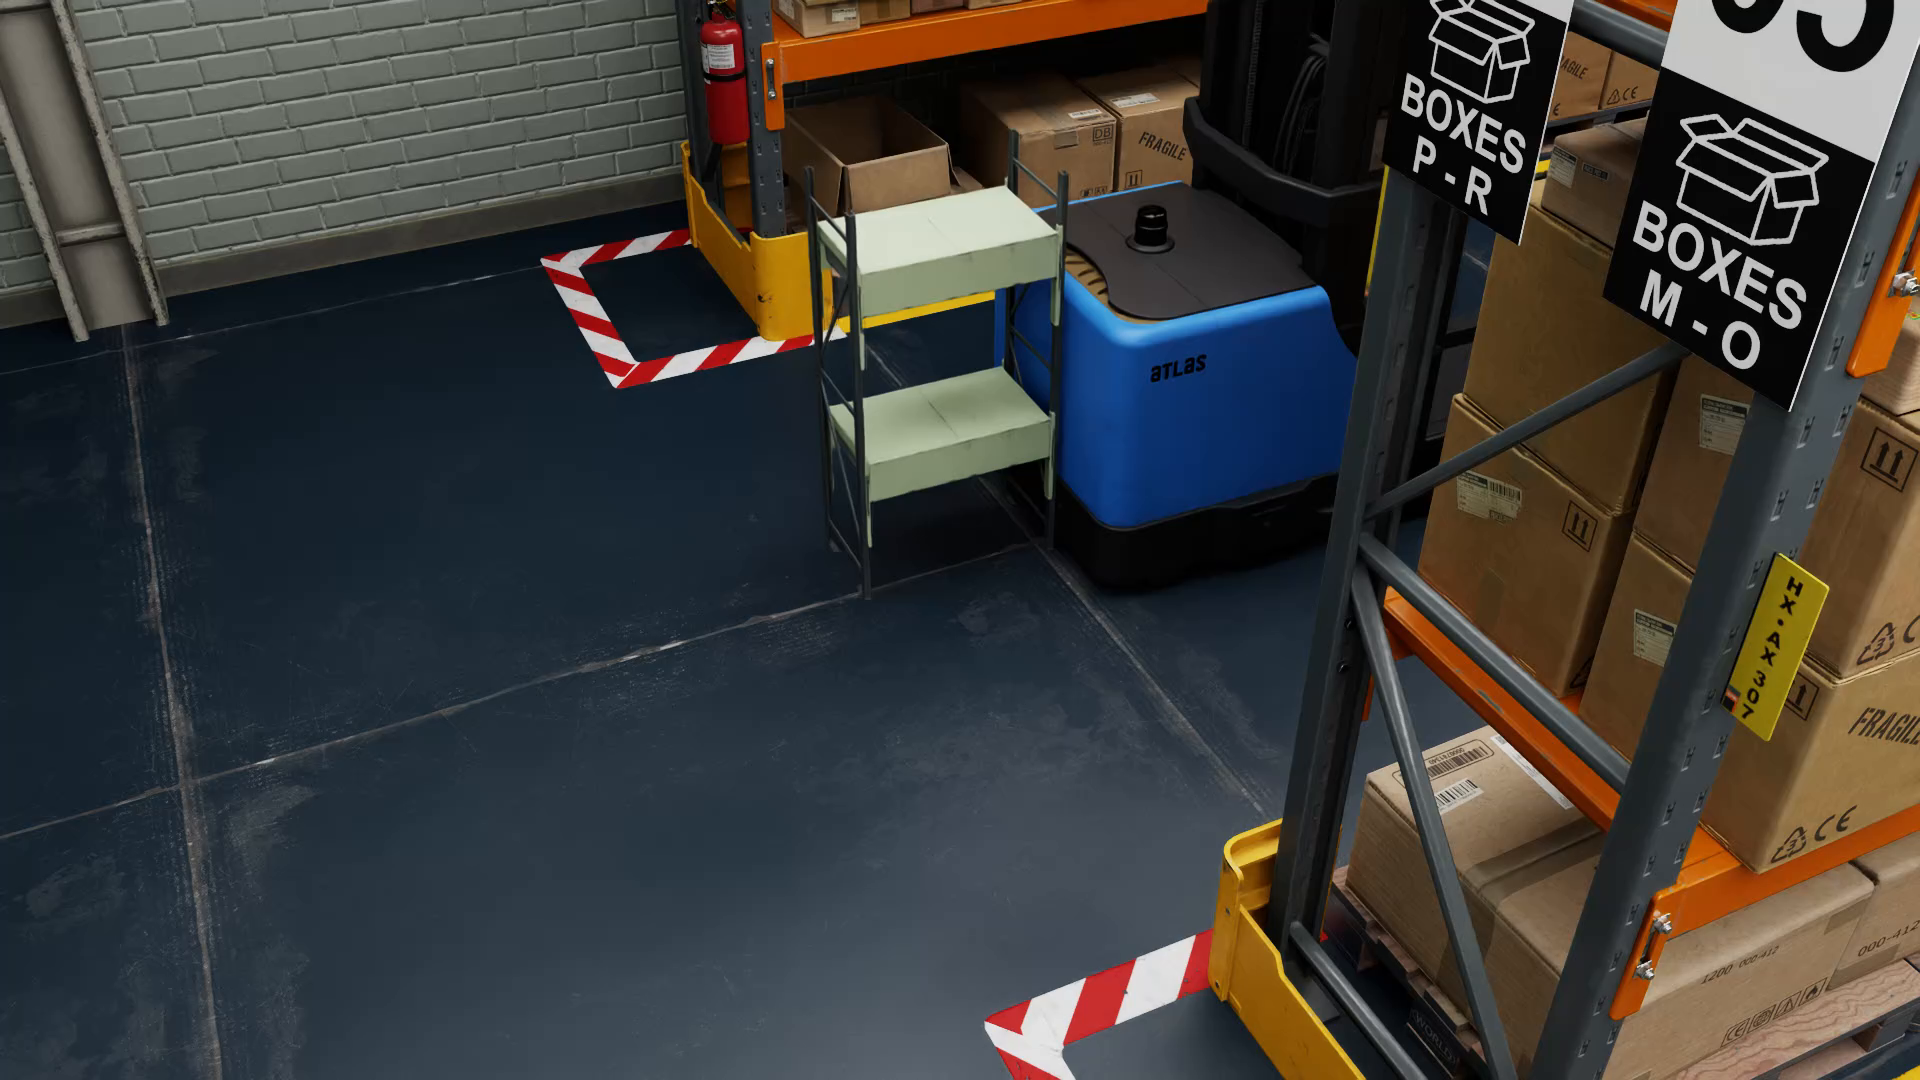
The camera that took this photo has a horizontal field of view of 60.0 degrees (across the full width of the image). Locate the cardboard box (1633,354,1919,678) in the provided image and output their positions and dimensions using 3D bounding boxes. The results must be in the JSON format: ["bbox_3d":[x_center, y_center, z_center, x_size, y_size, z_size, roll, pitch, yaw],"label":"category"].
[{"bbox_3d":[1.645,-0.153,3.015,0.500,0.500,0.500,-16,40,-21],"label":"cardboard box"}]

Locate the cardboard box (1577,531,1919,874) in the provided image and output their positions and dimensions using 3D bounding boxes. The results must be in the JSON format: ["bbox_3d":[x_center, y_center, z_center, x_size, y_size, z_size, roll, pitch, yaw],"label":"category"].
[{"bbox_3d":[1.646,0.250,3.312,0.500,0.500,0.500,-16,39,-20],"label":"cardboard box"}]

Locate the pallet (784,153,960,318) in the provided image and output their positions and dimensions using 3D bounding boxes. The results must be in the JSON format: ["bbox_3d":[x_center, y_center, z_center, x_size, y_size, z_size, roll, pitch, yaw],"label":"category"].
[{"bbox_3d":[-0.233,-1.521,8.124,1.213,0.211,1.003,-16,39,-20],"label":"pallet"}]

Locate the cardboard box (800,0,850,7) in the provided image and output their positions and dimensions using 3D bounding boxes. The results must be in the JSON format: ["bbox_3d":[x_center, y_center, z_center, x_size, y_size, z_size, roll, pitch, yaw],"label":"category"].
[{"bbox_3d":[-0.498,-2.448,6.909,0.500,0.250,0.500,-15,39,-20],"label":"cardboard box"}]

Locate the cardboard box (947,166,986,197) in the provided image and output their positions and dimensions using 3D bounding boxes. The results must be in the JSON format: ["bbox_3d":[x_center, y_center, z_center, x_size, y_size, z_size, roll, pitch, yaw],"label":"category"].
[{"bbox_3d":[-0.028,-1.633,7.975,0.250,0.149,0.380,-17,40,-22],"label":"cardboard box"}]

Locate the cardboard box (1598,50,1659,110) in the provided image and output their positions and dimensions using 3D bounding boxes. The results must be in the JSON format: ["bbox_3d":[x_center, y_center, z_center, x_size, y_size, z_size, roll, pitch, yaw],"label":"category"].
[{"bbox_3d":[3.609,-2.738,9.169,0.500,0.500,0.500,-16,40,-21],"label":"cardboard box"}]

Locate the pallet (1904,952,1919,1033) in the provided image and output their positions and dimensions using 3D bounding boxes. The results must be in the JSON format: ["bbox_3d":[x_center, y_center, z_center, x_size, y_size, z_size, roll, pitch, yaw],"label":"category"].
[{"bbox_3d":[2.883,0.825,4.960,1.213,0.211,1.003,-16,39,-20],"label":"pallet"}]

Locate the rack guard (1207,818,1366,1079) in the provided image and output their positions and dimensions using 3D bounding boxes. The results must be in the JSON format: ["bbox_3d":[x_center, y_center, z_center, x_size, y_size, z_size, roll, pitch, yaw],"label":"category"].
[{"bbox_3d":[1.068,1.266,4.123,0.348,0.500,1.175,-16,39,-20],"label":"rack guard"}]

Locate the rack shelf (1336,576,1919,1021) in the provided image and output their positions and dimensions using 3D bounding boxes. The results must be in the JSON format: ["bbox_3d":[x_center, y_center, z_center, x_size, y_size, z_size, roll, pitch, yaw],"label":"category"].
[{"bbox_3d":[2.900,0.039,4.283,4.000,0.370,1.077,-16,39,-20],"label":"rack shelf"}]

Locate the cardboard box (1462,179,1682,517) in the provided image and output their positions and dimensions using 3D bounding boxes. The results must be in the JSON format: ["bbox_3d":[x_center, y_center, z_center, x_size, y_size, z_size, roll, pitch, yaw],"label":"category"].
[{"bbox_3d":[1.425,-0.436,3.396,0.500,0.500,0.500,-14,39,-18],"label":"cardboard box"}]

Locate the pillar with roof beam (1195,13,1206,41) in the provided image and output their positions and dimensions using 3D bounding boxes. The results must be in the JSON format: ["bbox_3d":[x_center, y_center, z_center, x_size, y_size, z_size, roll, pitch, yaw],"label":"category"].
[{"bbox_3d":[3.414,-3.830,3.860,0.400,9.000,9.100,-16,39,-20],"label":"pillar with roof beam"}]

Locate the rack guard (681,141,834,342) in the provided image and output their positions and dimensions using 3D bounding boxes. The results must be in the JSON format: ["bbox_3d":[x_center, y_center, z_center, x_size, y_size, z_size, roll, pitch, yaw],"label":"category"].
[{"bbox_3d":[-0.954,-1.435,7.765,0.348,0.500,1.175,-16,39,-20],"label":"rack guard"}]

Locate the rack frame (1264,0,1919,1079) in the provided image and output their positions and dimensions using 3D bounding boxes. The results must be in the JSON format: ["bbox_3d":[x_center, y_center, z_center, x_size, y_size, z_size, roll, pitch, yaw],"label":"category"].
[{"bbox_3d":[1.090,0.256,3.386,0.127,3.000,1.000,-16,39,-20],"label":"rack frame"}]

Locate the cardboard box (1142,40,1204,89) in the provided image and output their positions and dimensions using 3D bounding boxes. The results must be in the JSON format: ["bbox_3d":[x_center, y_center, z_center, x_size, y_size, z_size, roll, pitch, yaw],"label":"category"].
[{"bbox_3d":[1.301,-2.146,8.371,0.500,0.500,0.700,-17,40,-22],"label":"cardboard box"}]

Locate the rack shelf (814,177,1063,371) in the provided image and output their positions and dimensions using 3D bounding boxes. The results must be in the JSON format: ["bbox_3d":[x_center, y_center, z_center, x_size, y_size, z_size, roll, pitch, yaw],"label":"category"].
[{"bbox_3d":[-0.077,-0.896,5.544,0.720,0.370,0.431,-15,39,-19],"label":"rack shelf"}]

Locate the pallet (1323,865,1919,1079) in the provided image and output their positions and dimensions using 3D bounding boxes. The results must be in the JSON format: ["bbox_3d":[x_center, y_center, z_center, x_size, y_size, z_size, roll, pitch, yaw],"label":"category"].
[{"bbox_3d":[1.780,1.132,4.547,1.213,0.211,1.003,-16,39,-20],"label":"pallet"}]

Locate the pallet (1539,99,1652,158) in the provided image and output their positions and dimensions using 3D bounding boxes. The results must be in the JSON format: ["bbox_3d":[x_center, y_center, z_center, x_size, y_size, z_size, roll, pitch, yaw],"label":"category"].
[{"bbox_3d":[3.318,-2.538,9.495,1.213,0.211,1.003,-16,39,-20],"label":"pallet"}]

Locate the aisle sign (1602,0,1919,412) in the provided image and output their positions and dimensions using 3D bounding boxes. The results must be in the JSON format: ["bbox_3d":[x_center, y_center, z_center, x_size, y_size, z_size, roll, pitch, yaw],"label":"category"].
[{"bbox_3d":[1.148,-0.613,2.377,0.004,0.787,0.394,-16,39,-20],"label":"aisle sign"}]

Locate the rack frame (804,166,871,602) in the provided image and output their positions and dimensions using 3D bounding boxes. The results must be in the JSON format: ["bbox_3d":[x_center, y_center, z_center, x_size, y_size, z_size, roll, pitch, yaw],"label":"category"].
[{"bbox_3d":[-0.411,-0.492,5.655,0.023,1.500,0.400,-15,39,-19],"label":"rack frame"}]

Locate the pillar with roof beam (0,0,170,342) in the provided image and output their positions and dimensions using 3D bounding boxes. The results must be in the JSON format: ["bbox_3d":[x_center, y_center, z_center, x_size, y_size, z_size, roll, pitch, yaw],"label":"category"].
[{"bbox_3d":[-2.017,-2.311,1.812,0.400,9.000,9.100,-16,39,-20],"label":"pillar with roof beam"}]

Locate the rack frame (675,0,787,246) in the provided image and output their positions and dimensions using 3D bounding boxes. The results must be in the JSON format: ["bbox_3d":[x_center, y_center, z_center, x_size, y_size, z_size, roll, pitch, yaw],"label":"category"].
[{"bbox_3d":[-1.023,-2.419,6.994,0.127,3.000,1.000,-16,39,-20],"label":"rack frame"}]

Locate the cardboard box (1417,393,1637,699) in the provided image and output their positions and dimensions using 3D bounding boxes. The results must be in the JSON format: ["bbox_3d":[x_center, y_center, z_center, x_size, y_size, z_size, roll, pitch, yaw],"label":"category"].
[{"bbox_3d":[1.414,-0.049,3.714,0.500,0.500,0.500,-15,39,-20],"label":"cardboard box"}]

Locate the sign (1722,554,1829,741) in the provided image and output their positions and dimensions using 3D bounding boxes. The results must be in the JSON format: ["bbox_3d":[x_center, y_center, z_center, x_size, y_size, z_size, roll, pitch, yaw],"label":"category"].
[{"bbox_3d":[1.320,0.178,2.699,0.005,0.325,0.100,-16,39,-20],"label":"sign"}]

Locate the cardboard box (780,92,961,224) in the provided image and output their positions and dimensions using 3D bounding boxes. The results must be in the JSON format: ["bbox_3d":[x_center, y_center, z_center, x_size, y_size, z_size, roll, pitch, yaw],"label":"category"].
[{"bbox_3d":[-0.429,-1.689,7.753,0.637,0.503,0.797,-17,40,-22],"label":"cardboard box"}]

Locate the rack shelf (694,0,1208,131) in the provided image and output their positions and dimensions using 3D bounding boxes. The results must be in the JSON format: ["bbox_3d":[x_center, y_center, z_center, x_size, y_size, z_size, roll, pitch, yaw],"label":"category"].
[{"bbox_3d":[0.788,-2.637,7.891,4.000,0.370,1.077,-16,39,-20],"label":"rack shelf"}]

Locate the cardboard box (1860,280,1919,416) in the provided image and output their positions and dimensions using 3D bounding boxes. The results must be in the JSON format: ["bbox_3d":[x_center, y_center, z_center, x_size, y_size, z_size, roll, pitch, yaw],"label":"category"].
[{"bbox_3d":[1.529,-0.386,2.785,0.250,0.149,0.380,-15,39,-19],"label":"cardboard box"}]

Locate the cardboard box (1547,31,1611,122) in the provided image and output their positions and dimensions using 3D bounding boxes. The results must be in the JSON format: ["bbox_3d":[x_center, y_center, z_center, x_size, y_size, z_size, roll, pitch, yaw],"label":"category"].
[{"bbox_3d":[3.132,-2.598,8.980,0.500,0.500,0.500,-14,39,-18],"label":"cardboard box"}]

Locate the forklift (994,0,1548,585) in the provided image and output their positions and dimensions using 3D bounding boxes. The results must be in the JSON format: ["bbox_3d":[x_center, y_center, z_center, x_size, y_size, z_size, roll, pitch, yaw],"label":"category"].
[{"bbox_3d":[1.677,-1.597,5.943,3.031,2.935,1.130,-15,39,-19],"label":"forklift"}]

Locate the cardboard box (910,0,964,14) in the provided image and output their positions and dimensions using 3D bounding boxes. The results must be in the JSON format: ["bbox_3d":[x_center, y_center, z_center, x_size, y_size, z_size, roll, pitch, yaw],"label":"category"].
[{"bbox_3d":[-0.175,-2.428,7.217,0.250,0.149,0.380,-16,40,-21],"label":"cardboard box"}]

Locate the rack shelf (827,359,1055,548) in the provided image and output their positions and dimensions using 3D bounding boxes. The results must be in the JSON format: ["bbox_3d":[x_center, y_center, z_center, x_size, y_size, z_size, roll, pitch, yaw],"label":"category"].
[{"bbox_3d":[-0.077,-0.321,5.971,0.720,0.370,0.431,-15,39,-19],"label":"rack shelf"}]

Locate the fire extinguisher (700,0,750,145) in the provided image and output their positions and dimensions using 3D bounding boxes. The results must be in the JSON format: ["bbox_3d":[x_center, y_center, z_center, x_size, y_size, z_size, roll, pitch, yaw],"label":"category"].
[{"bbox_3d":[-0.960,-1.952,6.742,0.183,0.674,0.296,-16,39,-20],"label":"fire extinguisher"}]

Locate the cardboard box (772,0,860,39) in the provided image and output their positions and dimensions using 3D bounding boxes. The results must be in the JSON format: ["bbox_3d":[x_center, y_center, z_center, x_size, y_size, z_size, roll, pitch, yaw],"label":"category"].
[{"bbox_3d":[-0.609,-2.254,6.982,0.250,0.149,0.380,-16,39,-20],"label":"cardboard box"}]

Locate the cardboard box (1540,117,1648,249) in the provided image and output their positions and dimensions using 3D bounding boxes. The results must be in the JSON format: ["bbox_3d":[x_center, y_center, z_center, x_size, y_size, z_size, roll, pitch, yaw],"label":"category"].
[{"bbox_3d":[1.329,-0.645,3.134,0.250,0.149,0.380,-15,39,-19],"label":"cardboard box"}]

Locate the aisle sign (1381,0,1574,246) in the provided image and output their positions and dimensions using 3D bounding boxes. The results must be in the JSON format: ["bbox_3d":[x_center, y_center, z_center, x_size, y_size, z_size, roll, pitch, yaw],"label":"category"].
[{"bbox_3d":[0.893,-0.937,2.813,0.004,0.787,0.394,-16,39,-20],"label":"aisle sign"}]

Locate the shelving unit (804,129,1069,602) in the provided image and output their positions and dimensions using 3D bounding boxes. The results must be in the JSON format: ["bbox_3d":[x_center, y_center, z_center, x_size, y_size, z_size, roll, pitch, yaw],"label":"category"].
[{"bbox_3d":[-0.077,-0.582,5.776,0.755,1.500,0.431,-15,39,-19],"label":"shelving unit"}]

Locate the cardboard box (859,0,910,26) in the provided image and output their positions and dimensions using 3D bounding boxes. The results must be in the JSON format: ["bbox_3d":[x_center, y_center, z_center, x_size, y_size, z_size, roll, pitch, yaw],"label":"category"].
[{"bbox_3d":[-0.398,-2.343,7.102,0.250,0.149,0.380,-15,39,-19],"label":"cardboard box"}]

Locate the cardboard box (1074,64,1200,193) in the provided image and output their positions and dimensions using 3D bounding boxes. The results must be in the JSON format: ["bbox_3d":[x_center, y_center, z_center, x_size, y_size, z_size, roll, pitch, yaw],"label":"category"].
[{"bbox_3d":[0.883,-1.963,8.125,0.500,0.500,0.500,-15,39,-19],"label":"cardboard box"}]

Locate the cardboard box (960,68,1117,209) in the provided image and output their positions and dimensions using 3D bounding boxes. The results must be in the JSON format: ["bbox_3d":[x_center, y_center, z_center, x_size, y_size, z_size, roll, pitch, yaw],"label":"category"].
[{"bbox_3d":[0.361,-1.883,8.017,0.500,0.500,0.700,-14,39,-18],"label":"cardboard box"}]

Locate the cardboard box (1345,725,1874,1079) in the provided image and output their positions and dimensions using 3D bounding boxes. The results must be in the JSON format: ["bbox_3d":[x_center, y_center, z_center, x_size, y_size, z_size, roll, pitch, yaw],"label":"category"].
[{"bbox_3d":[1.645,0.896,4.323,0.875,0.438,0.875,-17,40,-21],"label":"cardboard box"}]

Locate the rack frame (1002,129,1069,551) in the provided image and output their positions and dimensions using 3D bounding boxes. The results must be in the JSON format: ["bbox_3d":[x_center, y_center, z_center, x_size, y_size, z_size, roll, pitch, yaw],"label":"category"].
[{"bbox_3d":[0.256,-0.673,5.898,0.023,1.500,0.400,-15,39,-19],"label":"rack frame"}]

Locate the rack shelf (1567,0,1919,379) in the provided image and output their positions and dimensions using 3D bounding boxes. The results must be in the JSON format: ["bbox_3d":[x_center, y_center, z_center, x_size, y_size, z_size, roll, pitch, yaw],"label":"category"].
[{"bbox_3d":[2.900,-1.166,3.390,4.000,0.370,1.077,-16,39,-20],"label":"rack shelf"}]

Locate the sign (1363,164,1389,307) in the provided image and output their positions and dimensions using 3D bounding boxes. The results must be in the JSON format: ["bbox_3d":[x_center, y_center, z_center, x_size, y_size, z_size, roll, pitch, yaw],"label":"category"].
[{"bbox_3d":[0.872,-0.600,3.370,0.005,0.325,0.100,-16,39,-20],"label":"sign"}]

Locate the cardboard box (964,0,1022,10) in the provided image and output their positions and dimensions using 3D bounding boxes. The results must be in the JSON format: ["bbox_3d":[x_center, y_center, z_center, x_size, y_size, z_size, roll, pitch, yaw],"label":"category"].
[{"bbox_3d":[0.080,-2.459,7.259,0.250,0.149,0.380,-14,39,-19],"label":"cardboard box"}]

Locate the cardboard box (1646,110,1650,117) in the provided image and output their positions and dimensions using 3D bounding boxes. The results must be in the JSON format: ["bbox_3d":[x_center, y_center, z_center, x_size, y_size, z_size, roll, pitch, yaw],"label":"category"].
[{"bbox_3d":[1.549,-0.722,3.238,0.250,0.149,0.380,-15,39,-19],"label":"cardboard box"}]

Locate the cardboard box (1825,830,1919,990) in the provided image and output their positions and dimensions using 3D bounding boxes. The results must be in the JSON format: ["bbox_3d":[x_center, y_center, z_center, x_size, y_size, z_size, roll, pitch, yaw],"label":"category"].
[{"bbox_3d":[2.469,0.660,4.641,0.875,0.438,0.875,-15,39,-19],"label":"cardboard box"}]
